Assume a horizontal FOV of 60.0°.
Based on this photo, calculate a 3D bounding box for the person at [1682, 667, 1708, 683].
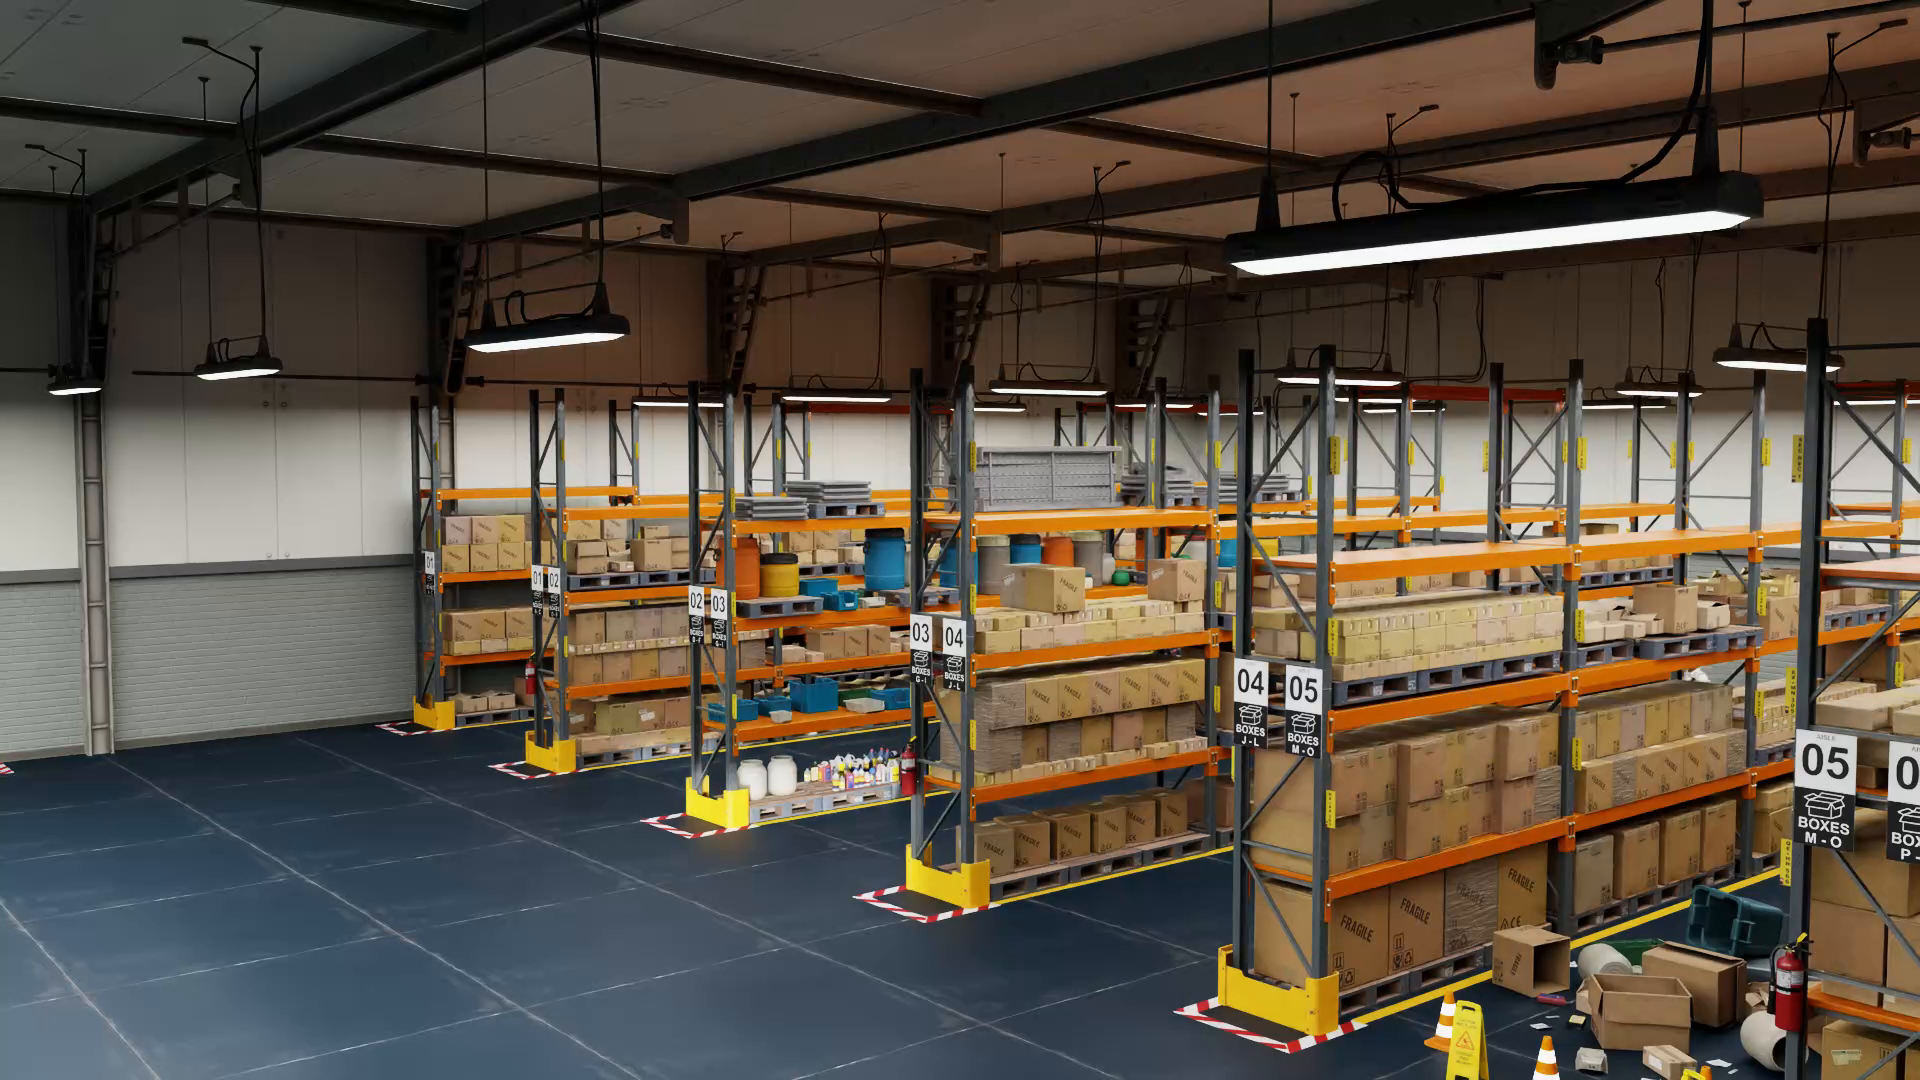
[{"bbox_3d":[11.937,2.719,27.027,0.995,1.764,0.503,-3,4,-40],"label":"person"}]
